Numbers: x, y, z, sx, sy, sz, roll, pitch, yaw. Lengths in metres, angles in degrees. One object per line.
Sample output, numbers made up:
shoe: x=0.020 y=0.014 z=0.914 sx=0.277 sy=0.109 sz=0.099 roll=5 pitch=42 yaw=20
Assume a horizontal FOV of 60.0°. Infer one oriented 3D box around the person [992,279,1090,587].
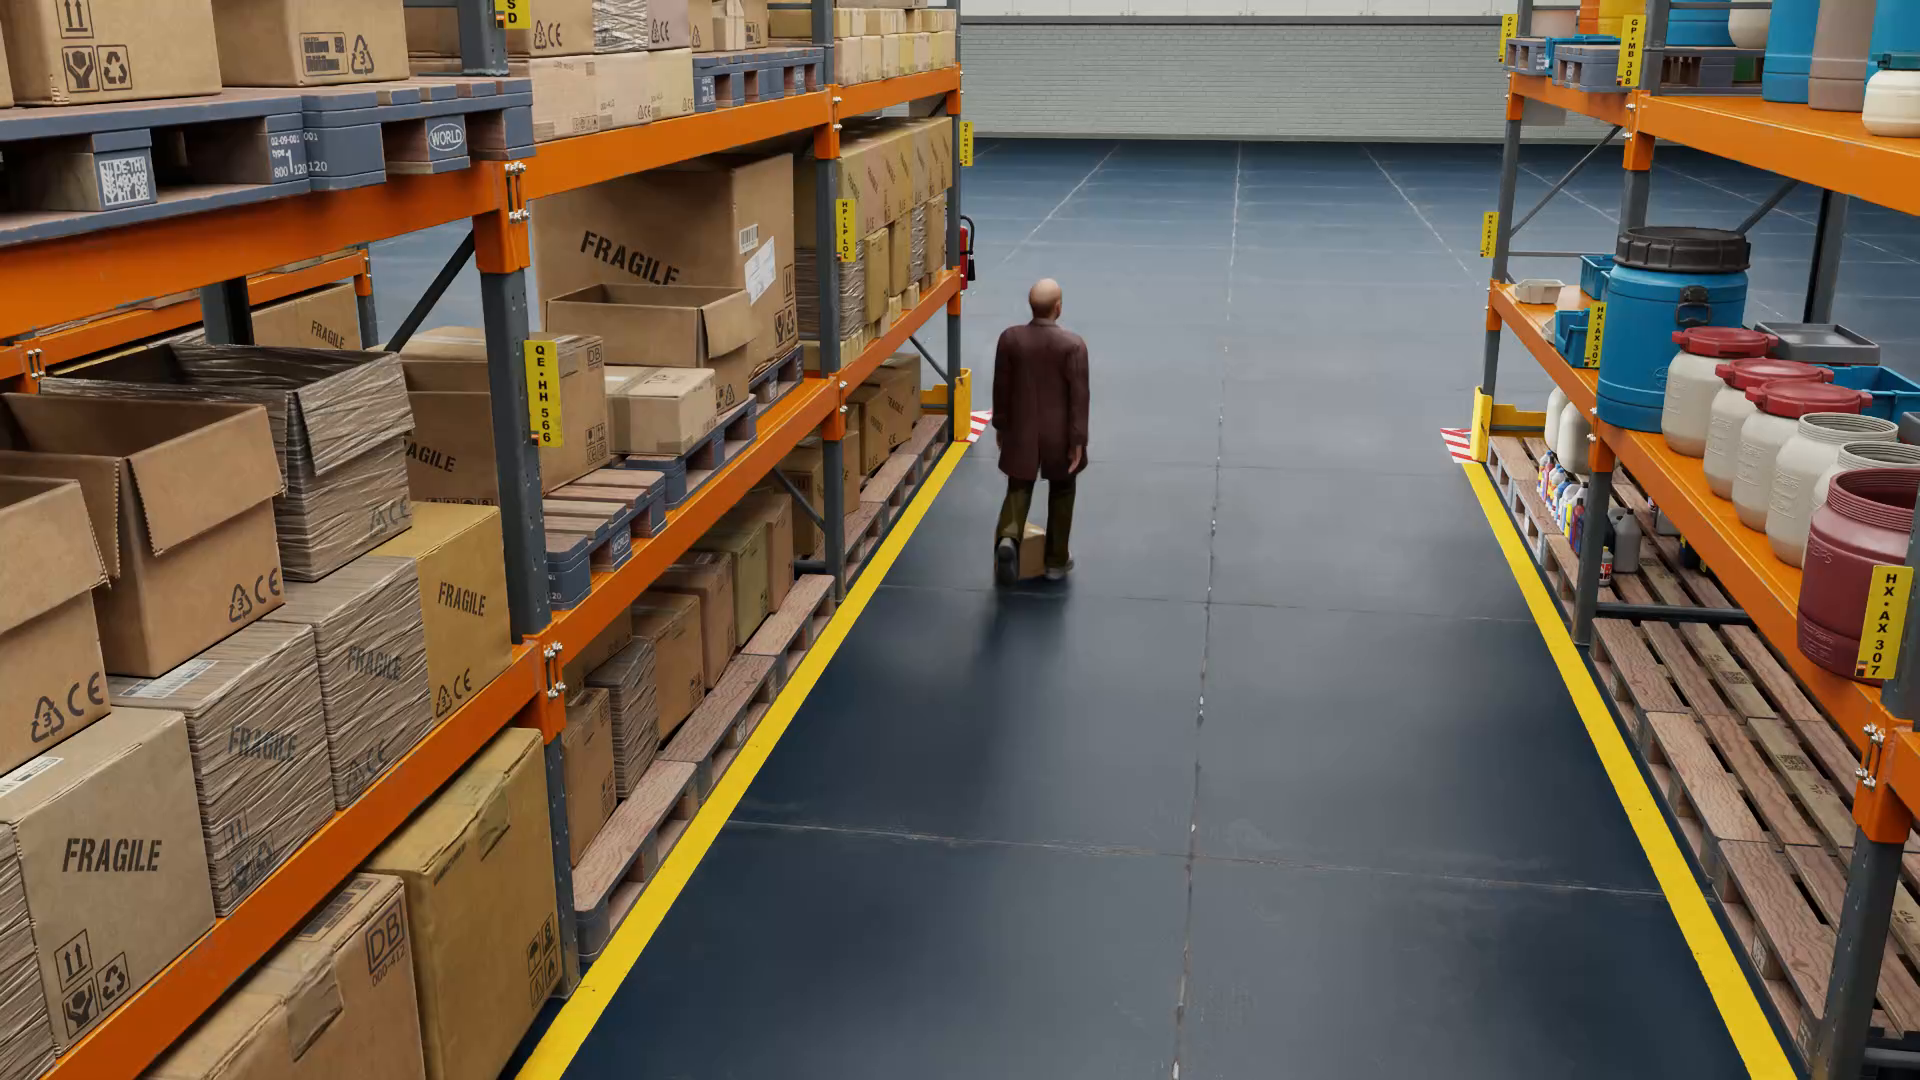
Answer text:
person: x=0.440 y=-0.590 z=9.363 sx=0.599 sy=1.753 sz=0.849 roll=5 pitch=18 yaw=15
